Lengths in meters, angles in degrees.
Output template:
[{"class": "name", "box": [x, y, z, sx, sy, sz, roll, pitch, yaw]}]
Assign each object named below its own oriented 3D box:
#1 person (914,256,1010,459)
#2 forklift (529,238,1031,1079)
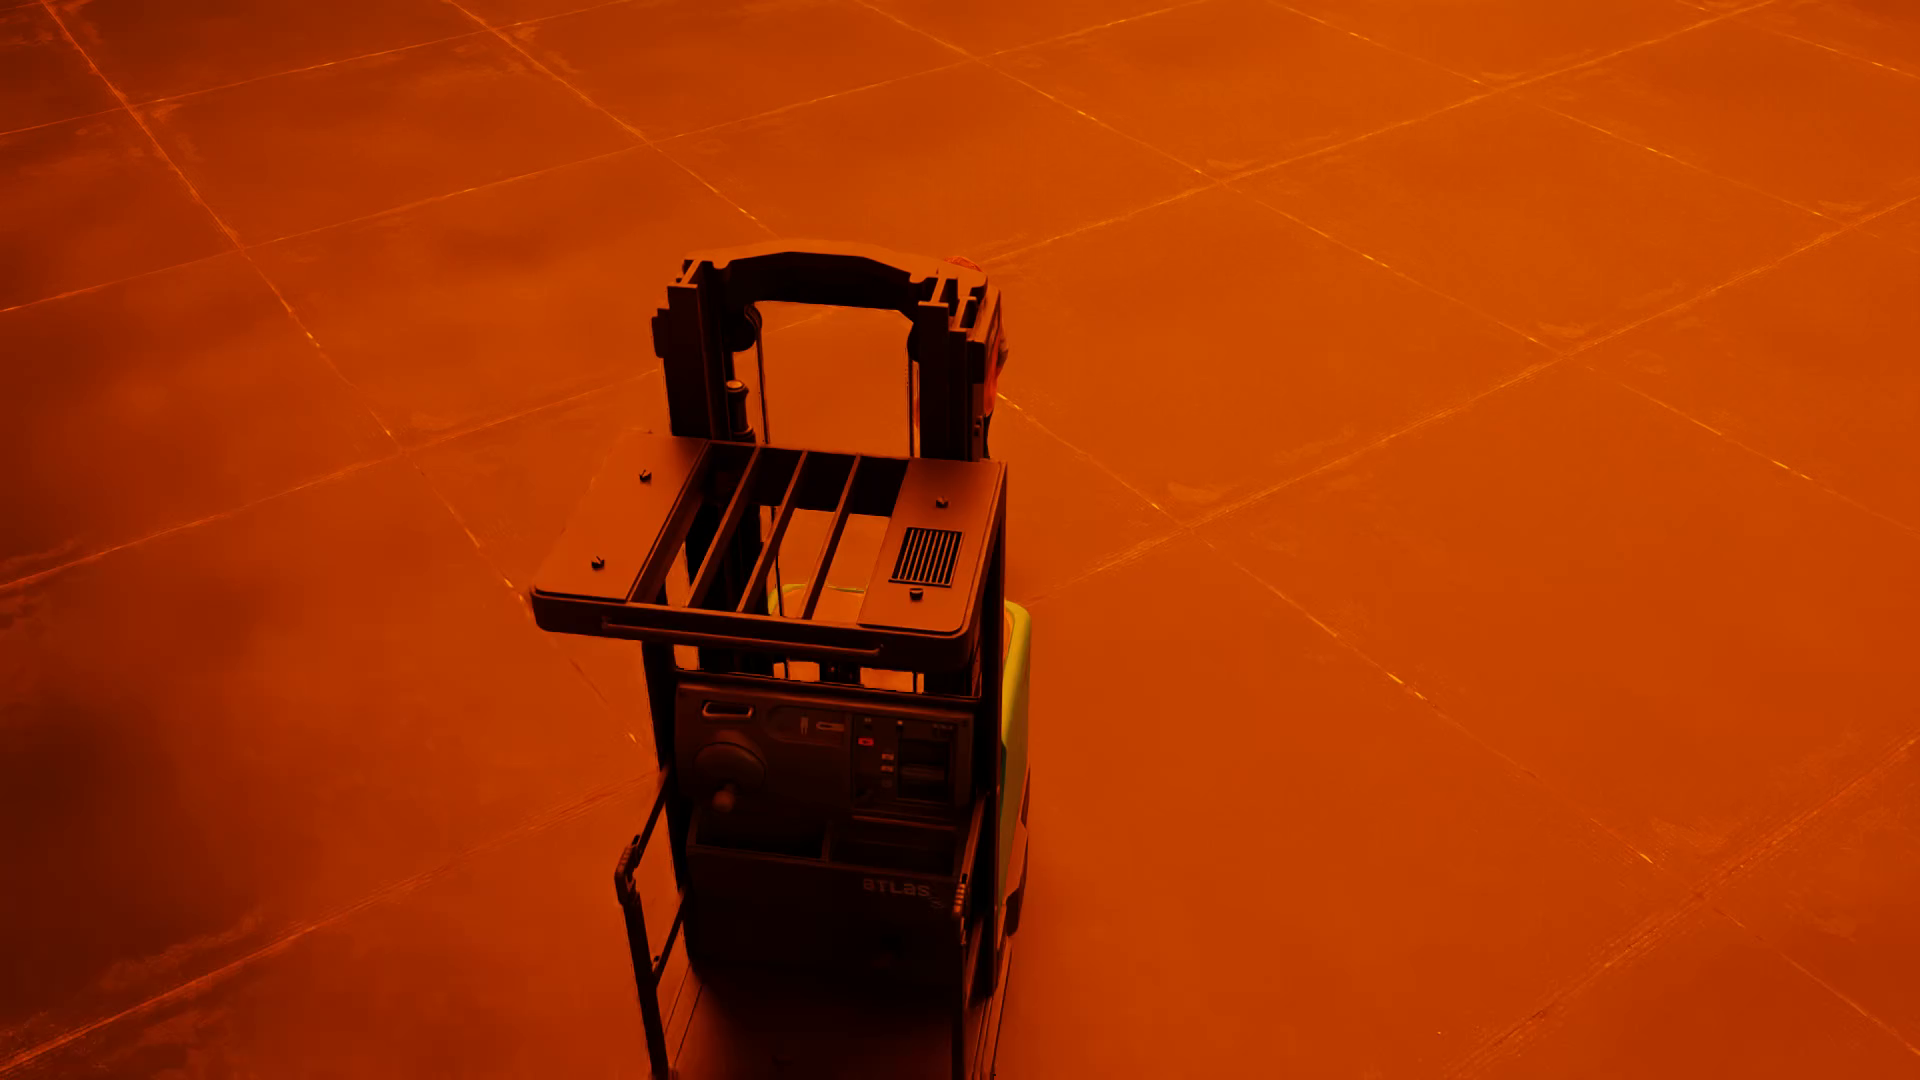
[{"class": "person", "box": [-0.032, -0.689, 7.986, 0.521, 1.599, 0.473, -23, 42, -28]}, {"class": "forklift", "box": [-0.453, 0.739, 4.945, 1.130, 2.935, 3.031, 5, 37, 7]}]
